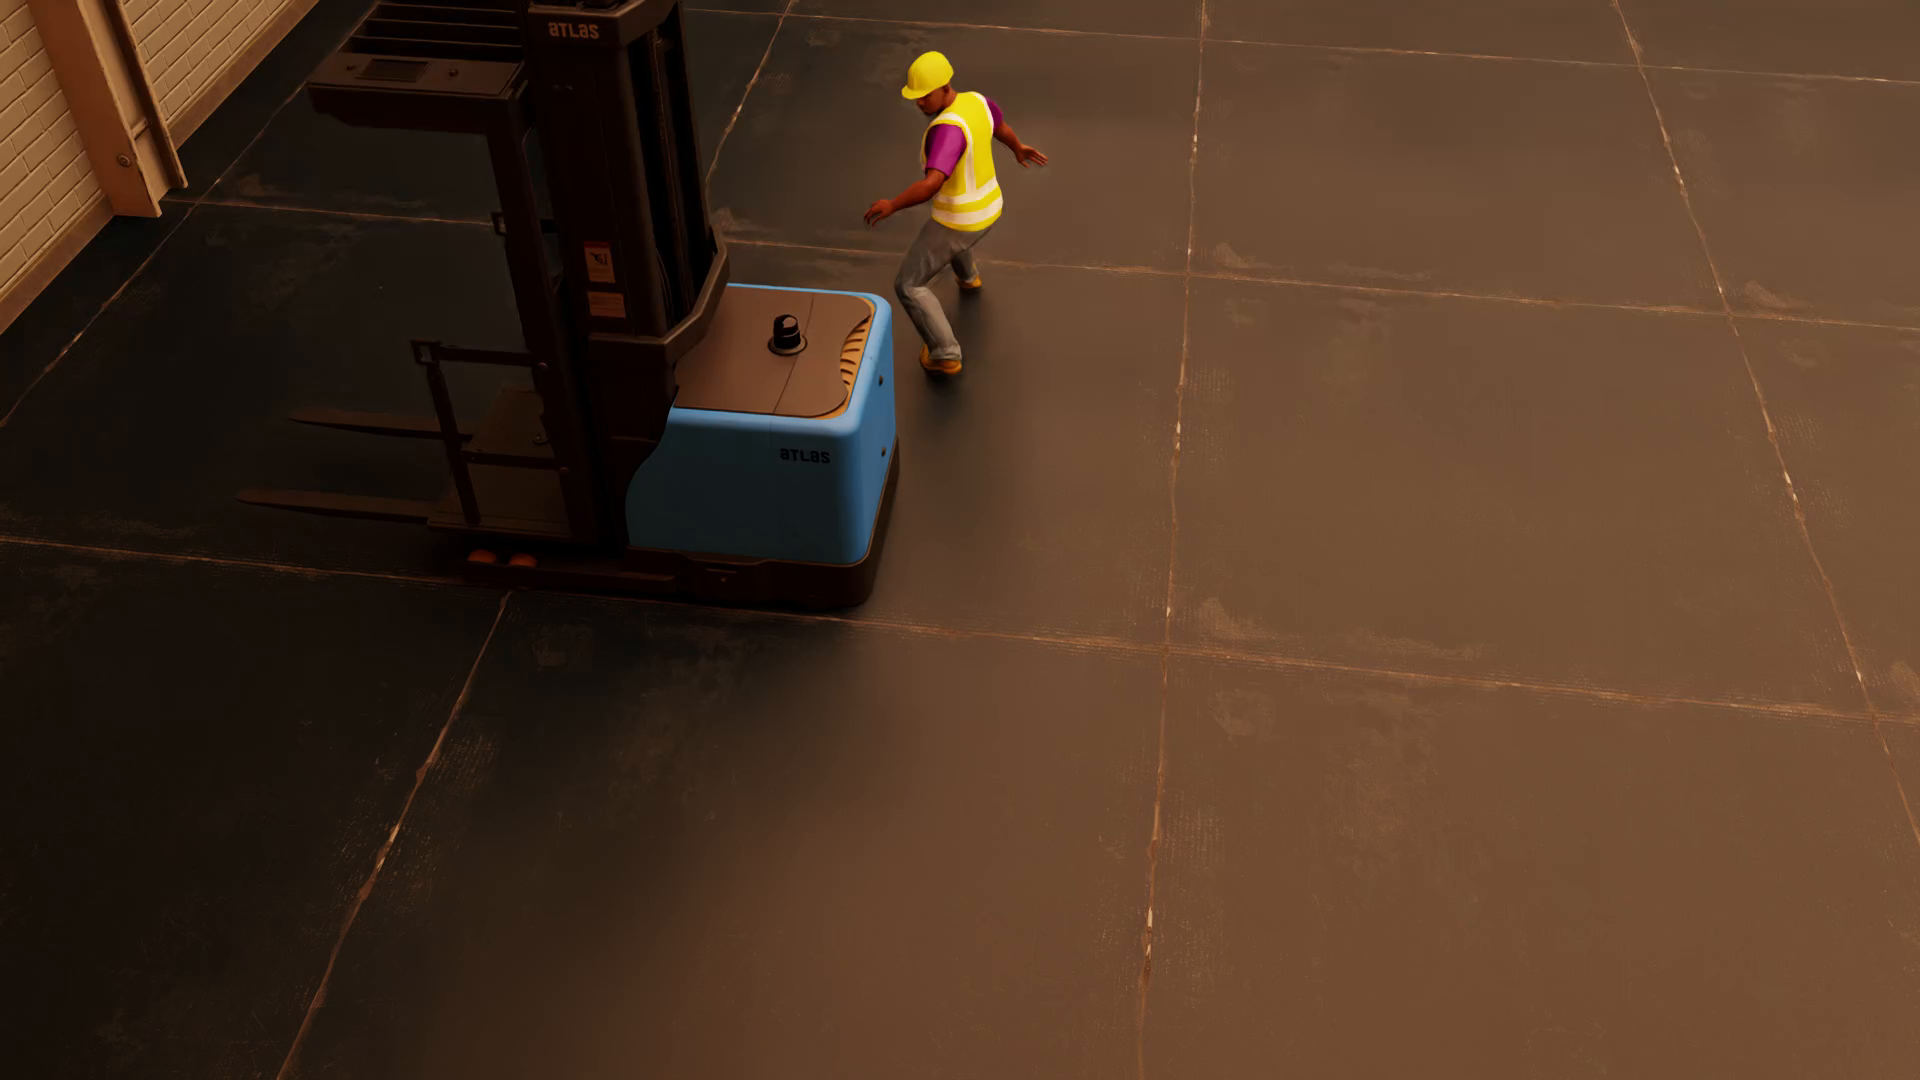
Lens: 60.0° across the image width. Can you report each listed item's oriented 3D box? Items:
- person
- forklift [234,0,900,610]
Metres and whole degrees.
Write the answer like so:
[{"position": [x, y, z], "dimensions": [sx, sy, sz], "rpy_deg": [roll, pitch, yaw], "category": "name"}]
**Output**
[{"position": [-0.005, -1.796, 8.610], "dimensions": [0.523, 1.540, 1.194], "rpy_deg": [19, 46, 19], "category": "person"}, {"position": [-1.852, -1.205, 7.036], "dimensions": [3.031, 2.935, 1.130], "rpy_deg": [5, 43, 5], "category": "forklift"}]
